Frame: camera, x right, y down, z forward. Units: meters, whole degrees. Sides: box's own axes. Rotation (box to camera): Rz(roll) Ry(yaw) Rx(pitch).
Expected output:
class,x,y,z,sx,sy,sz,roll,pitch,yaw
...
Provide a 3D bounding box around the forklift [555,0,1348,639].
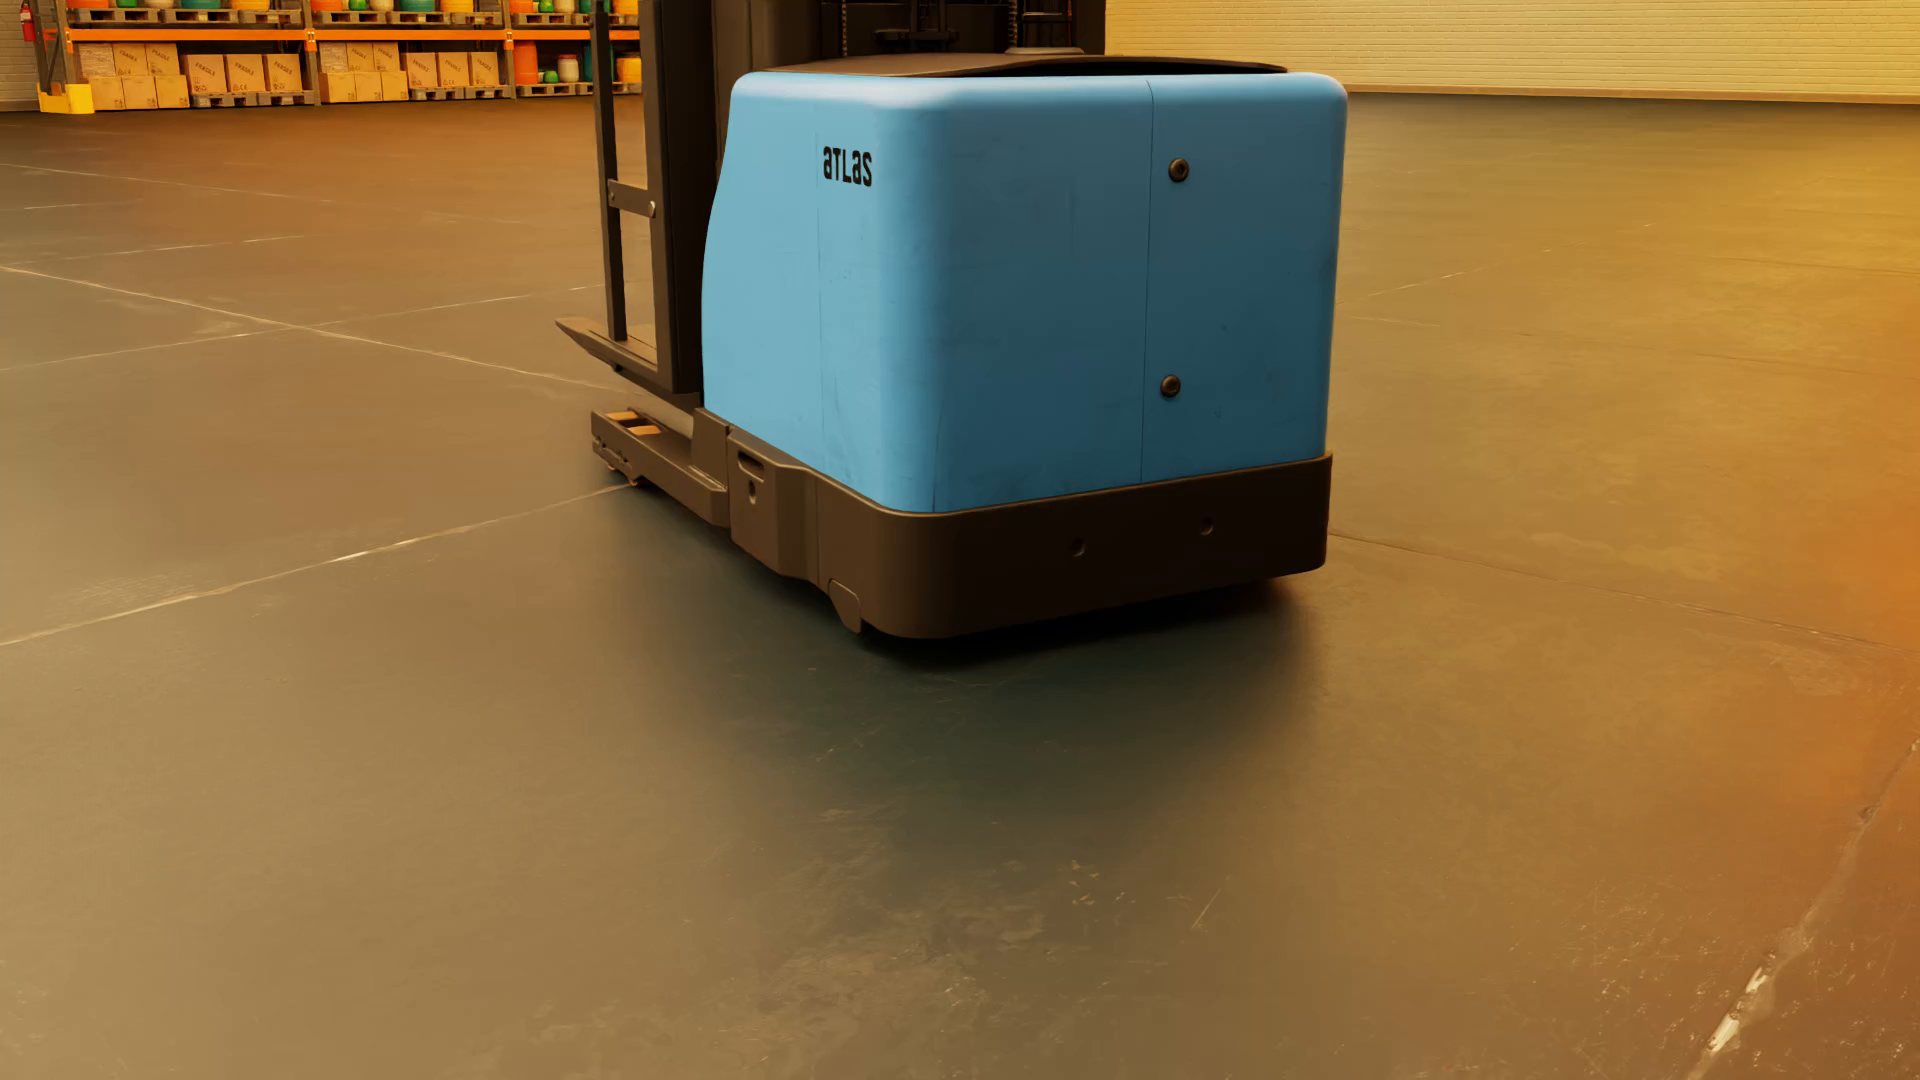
class,x,y,z,sx,sy,sz,roll,pitch,yaw
forklift,-0.359,-1.597,4.157,1.130,2.935,3.031,-9,19,-27
